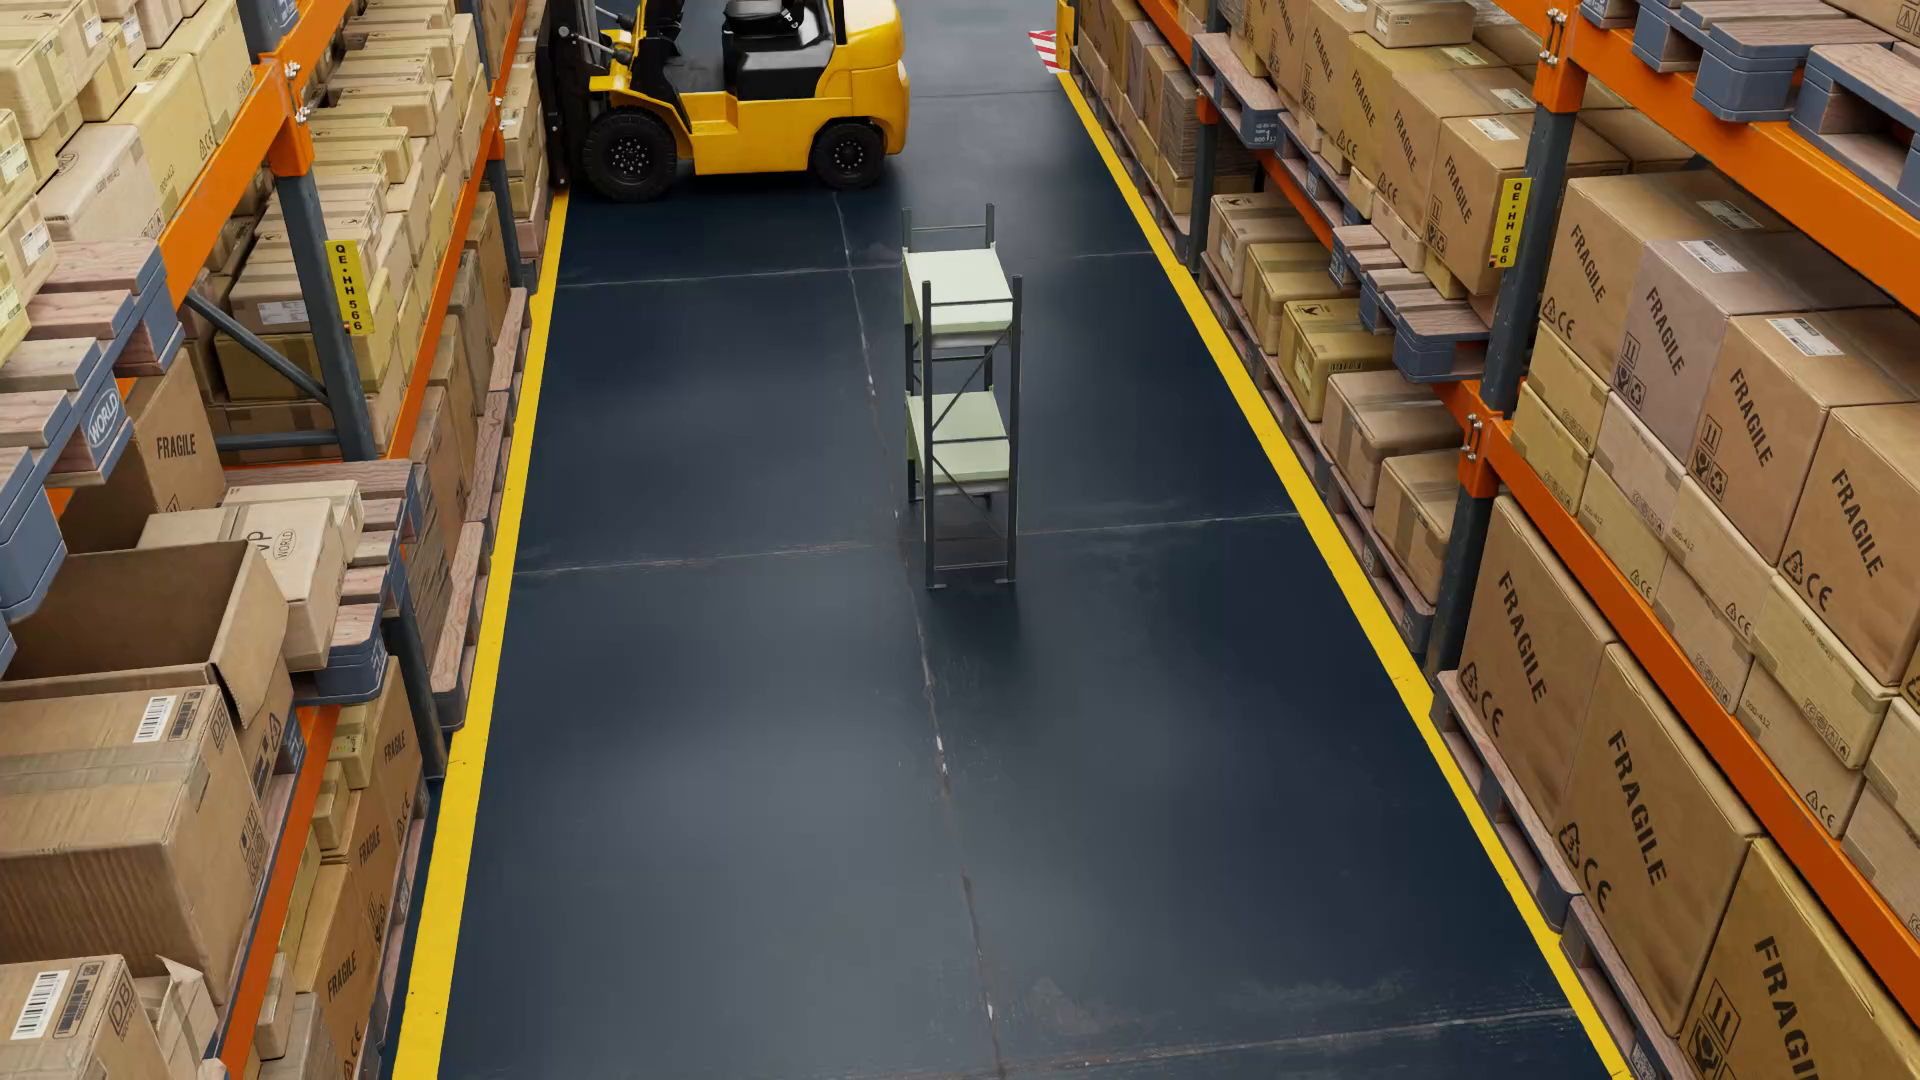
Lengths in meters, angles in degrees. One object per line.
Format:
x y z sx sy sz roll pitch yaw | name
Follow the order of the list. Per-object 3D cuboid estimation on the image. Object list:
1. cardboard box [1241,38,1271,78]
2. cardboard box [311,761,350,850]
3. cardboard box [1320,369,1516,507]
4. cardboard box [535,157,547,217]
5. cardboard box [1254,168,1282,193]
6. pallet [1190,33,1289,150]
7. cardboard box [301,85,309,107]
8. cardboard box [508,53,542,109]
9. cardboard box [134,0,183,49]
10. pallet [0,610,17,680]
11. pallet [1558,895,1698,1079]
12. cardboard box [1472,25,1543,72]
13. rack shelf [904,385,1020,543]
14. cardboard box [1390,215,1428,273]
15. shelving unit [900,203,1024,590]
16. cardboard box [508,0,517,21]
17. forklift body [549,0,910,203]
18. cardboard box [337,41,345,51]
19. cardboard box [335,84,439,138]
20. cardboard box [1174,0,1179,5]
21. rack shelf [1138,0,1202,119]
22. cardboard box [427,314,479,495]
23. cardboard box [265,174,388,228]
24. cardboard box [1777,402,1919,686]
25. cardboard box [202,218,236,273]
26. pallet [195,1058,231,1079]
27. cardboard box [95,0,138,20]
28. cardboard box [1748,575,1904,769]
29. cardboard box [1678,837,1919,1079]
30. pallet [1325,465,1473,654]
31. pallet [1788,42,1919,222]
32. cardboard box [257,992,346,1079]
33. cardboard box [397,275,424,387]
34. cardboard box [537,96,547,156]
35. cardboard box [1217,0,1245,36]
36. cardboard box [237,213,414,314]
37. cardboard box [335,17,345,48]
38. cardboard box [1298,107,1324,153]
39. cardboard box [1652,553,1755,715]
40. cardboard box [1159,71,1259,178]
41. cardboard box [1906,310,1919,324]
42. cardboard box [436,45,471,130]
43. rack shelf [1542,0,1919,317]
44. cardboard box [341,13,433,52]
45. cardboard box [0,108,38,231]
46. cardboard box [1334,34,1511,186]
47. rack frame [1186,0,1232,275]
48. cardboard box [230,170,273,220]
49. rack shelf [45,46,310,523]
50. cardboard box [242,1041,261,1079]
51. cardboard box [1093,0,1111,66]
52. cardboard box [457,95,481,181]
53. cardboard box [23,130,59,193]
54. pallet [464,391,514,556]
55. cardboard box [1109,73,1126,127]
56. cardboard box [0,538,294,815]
1.681 -2.520 8.635 0.380 0.149 0.250 -4 34 -5 | cardboard box
-2.109 0.835 5.131 0.380 0.149 0.250 -5 35 -8 | cardboard box
2.259 -0.506 7.789 0.950 0.372 0.625 -5 35 -7 | cardboard box
-2.844 -2.159 10.324 0.500 0.250 0.500 -5 35 -7 | cardboard box
2.083 -2.310 10.544 0.500 0.250 0.500 -6 35 -9 | cardboard box
1.853 -2.406 8.787 1.003 0.211 1.213 -4 35 -6 | pallet
-3.070 -1.926 7.248 0.380 0.149 0.250 -5 35 -7 | cardboard box
-2.915 -2.852 10.452 0.500 0.250 0.500 -3 34 -5 | cardboard box
-2.184 -1.329 4.152 0.380 0.149 0.250 -5 35 -7 | cardboard box
-1.966 0.388 2.020 1.213 0.211 1.003 -4 35 -6 | pallet
2.625 1.587 5.234 1.003 0.211 1.213 -4 35 -6 | pallet
2.446 -1.883 7.124 0.500 0.500 0.500 -4 34 -6 | cardboard box
-0.001 -0.354 7.517 0.431 0.370 0.720 -4 35 -6 | rack shelf
1.969 -1.207 6.707 0.380 0.149 0.250 -5 35 -7 | cardboard box
-0.001 -0.623 7.333 0.431 1.500 0.755 -4 35 -6 | shelving unit
-2.980 -3.425 10.024 0.500 0.500 0.500 -5 35 -7 | cardboard box
-1.499 -3.506 10.985 2.313 2.155 1.214 -4 35 -6 | forklift body
-3.209 -2.387 8.278 0.500 0.250 0.500 -5 35 -7 | cardboard box
-2.444 -1.827 7.103 0.380 0.149 0.250 -5 35 -8 | cardboard box
1.531 -3.405 10.306 0.380 0.149 0.250 -5 35 -7 | cardboard box
1.626 -3.742 11.216 1.077 0.370 4.000 -4 35 -6 | rack shelf
-2.742 -0.594 7.693 0.875 0.625 0.625 -6 35 -8 | cardboard box
-2.381 -1.257 6.267 0.380 0.149 0.250 -4 34 -6 | cardboard box
2.451 -0.004 4.115 0.500 0.500 0.500 -4 34 -6 | cardboard box
-2.850 -1.075 5.999 0.380 0.149 0.250 -4 35 -6 | cardboard box
-1.947 1.545 2.990 1.003 0.211 1.213 -4 35 -6 | pallet
-2.130 -1.309 3.859 0.380 0.149 0.250 -5 35 -8 | cardboard box
2.434 0.318 4.309 0.500 0.250 0.500 -4 34 -6 | cardboard box
2.679 1.402 4.542 0.875 0.875 0.875 -3 34 -5 | cardboard box
2.329 0.025 7.525 1.003 0.211 1.213 -4 35 -6 | pallet
2.725 -0.873 3.872 1.003 0.211 1.213 -3 34 -4 | pallet
-1.997 1.627 4.546 0.500 0.500 0.500 -6 35 -8 | cardboard box
-2.366 -0.798 6.390 0.500 0.250 0.500 -5 35 -7 | cardboard box
-2.909 -2.644 10.591 0.500 0.250 0.500 -5 35 -7 | cardboard box
1.673 -2.977 8.729 0.500 0.500 0.500 -4 34 -5 | cardboard box
-2.369 -1.003 6.247 0.500 0.250 0.500 -3 34 -5 | cardboard box
-3.205 -2.488 8.073 0.380 0.149 0.250 -5 35 -8 | cardboard box
1.803 -1.931 7.770 0.380 0.149 0.250 -3 34 -5 | cardboard box
2.400 0.242 4.865 0.500 0.250 0.500 -3 34 -5 | cardboard box
1.549 -2.580 10.275 0.500 0.500 0.500 -5 35 -7 | cardboard box
2.899 -0.313 4.569 0.500 0.500 0.500 -4 35 -6 | cardboard box
-2.628 -2.148 7.928 0.500 0.250 0.500 -5 35 -8 | cardboard box
2.701 -0.517 3.820 1.077 0.370 4.000 -4 35 -6 | rack shelf
-2.724 -2.397 7.939 0.380 0.149 0.250 -4 35 -6 | cardboard box
-1.819 -0.609 2.813 0.380 0.149 0.250 -4 34 -6 | cardboard box
1.946 -1.830 7.046 0.500 0.500 0.500 -7 35 -10 | cardboard box
1.895 -2.923 9.375 1.000 3.000 0.127 -4 35 -6 | rack frame
-2.957 -1.252 6.613 0.500 0.250 0.500 -5 35 -7 | cardboard box
-2.217 -0.139 3.265 1.077 0.370 4.000 -4 35 -6 | rack shelf
-2.035 1.418 4.276 0.380 0.149 0.250 -4 35 -6 | cardboard box
1.269 -3.726 11.957 0.500 0.500 0.500 -6 35 -8 | cardboard box
-2.623 -1.941 8.068 0.500 0.250 0.500 -5 35 -7 | cardboard box
-2.052 -0.755 3.310 0.380 0.149 0.250 -3 34 -5 | cardboard box
-2.718 -0.302 8.006 1.003 0.211 1.213 -4 35 -6 | pallet
1.338 -3.132 11.751 0.500 0.250 0.500 -2 34 -3 | cardboard box
-2.083 0.368 4.082 0.797 0.503 0.637 -5 35 -7 | cardboard box
